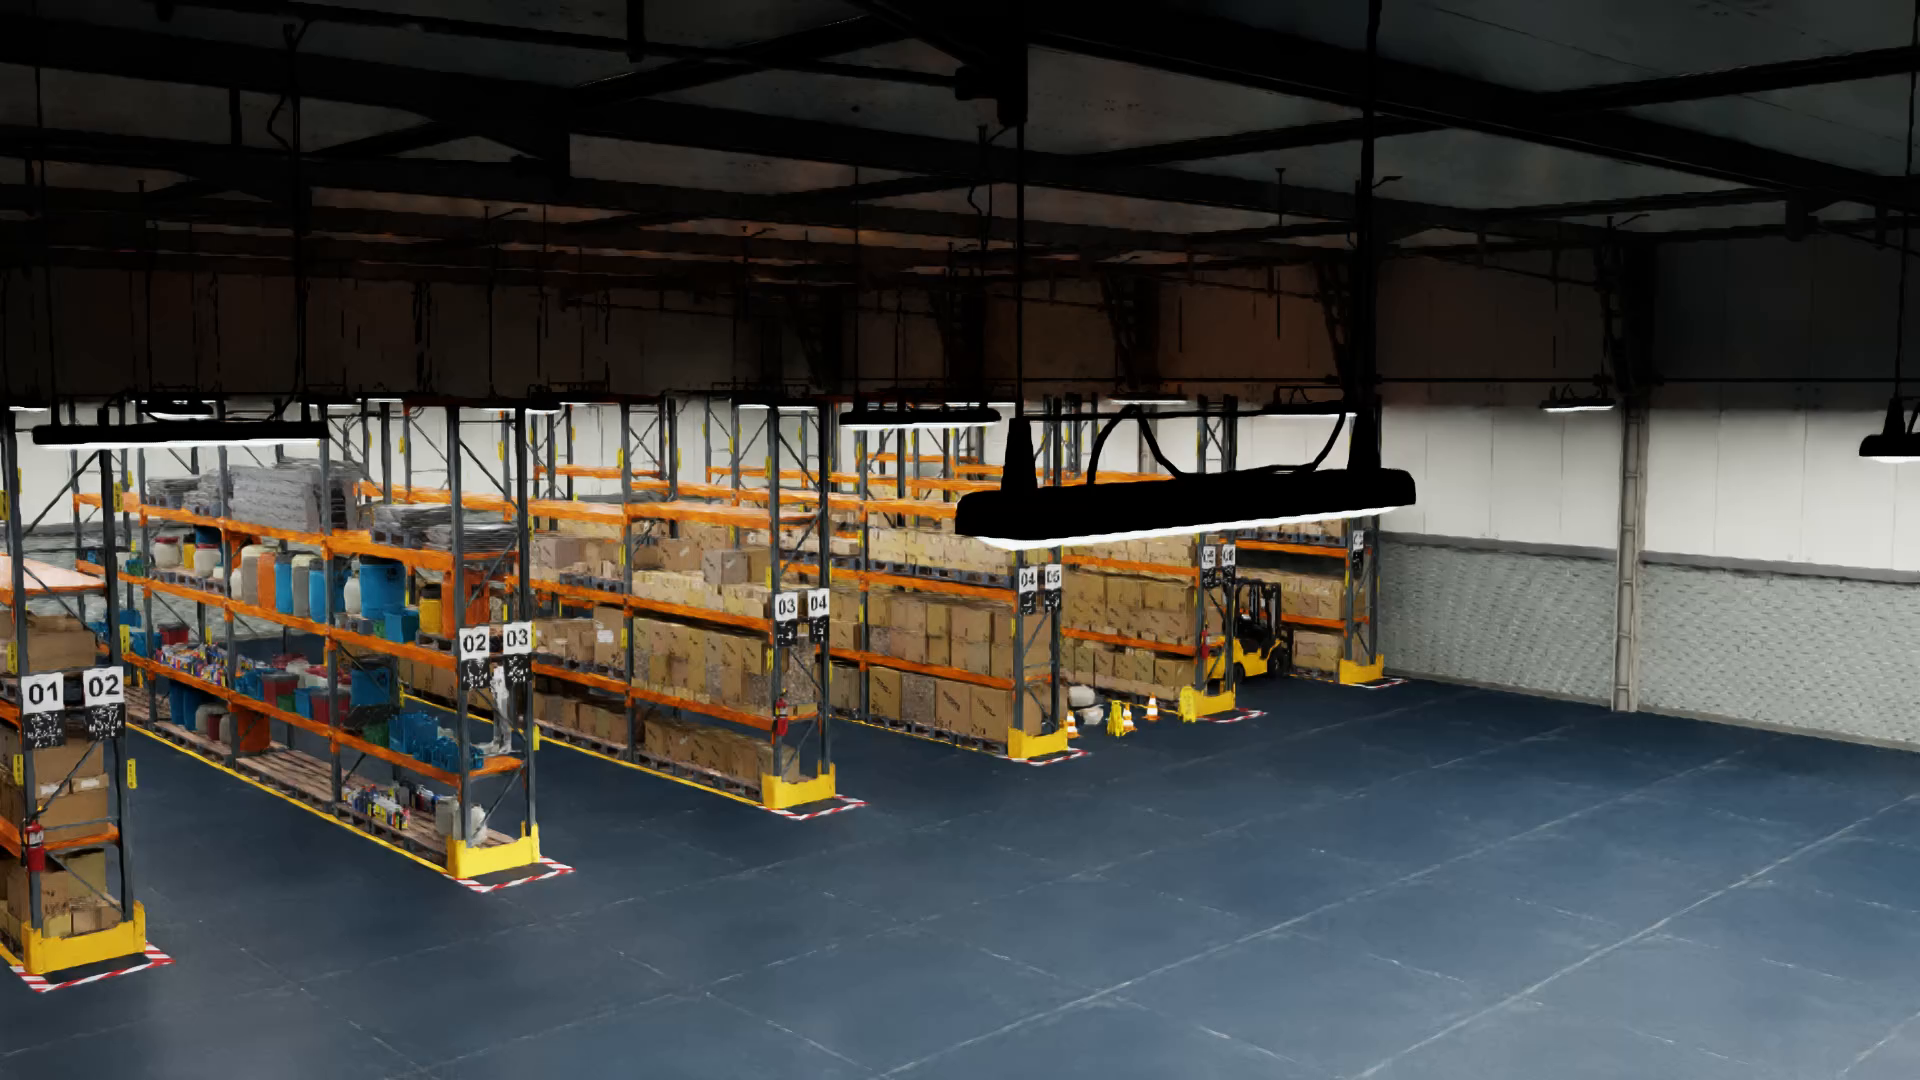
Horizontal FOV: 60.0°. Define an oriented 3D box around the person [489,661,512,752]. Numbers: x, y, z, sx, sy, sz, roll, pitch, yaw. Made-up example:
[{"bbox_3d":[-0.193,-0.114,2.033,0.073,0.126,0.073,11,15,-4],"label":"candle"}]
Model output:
[{"bbox_3d":[-7.879,2.751,28.327,0.459,1.677,0.514,-1,6,-13],"label":"person"}]
